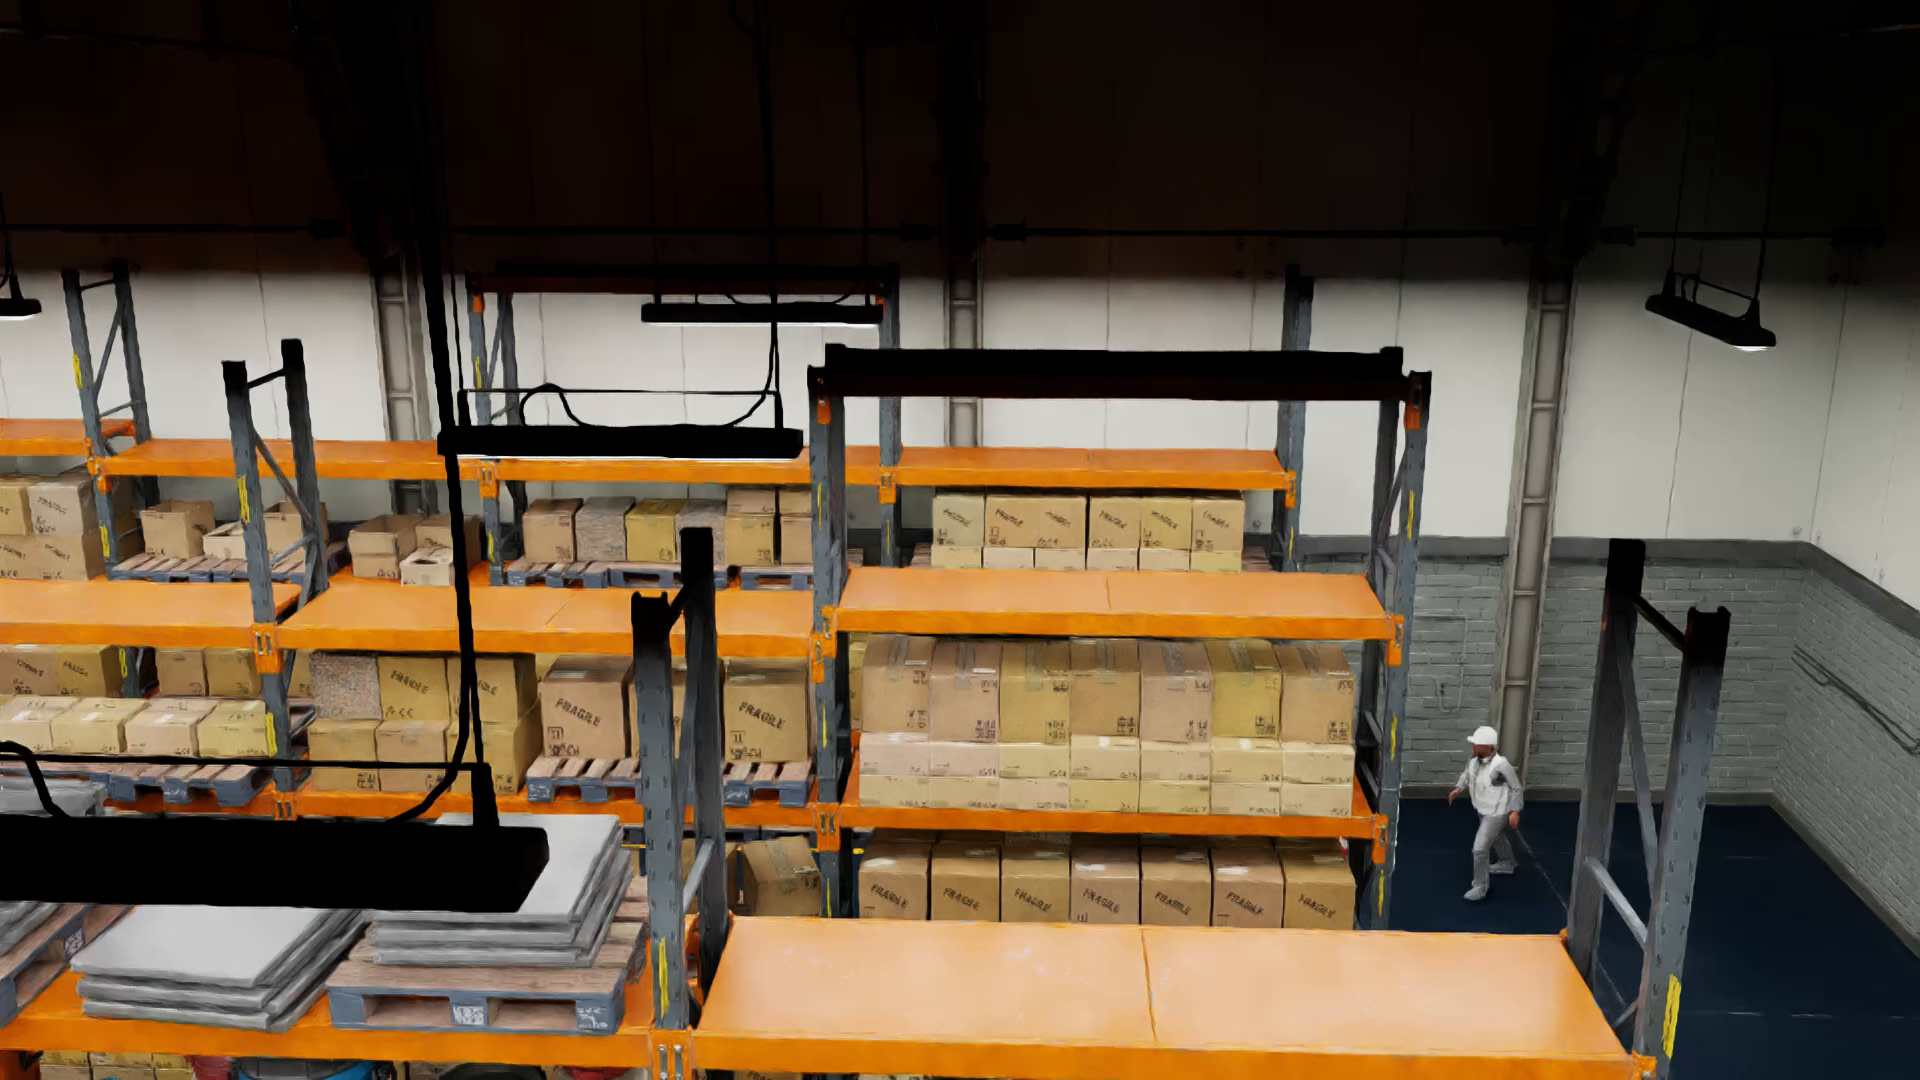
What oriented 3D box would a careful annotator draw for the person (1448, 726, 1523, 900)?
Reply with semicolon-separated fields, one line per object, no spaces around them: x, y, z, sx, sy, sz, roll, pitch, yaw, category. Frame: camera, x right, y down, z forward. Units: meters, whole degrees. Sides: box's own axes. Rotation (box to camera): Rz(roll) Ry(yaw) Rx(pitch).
5.268;2.635;16.453;0.837;1.713;0.683;-4;17;-13;person
